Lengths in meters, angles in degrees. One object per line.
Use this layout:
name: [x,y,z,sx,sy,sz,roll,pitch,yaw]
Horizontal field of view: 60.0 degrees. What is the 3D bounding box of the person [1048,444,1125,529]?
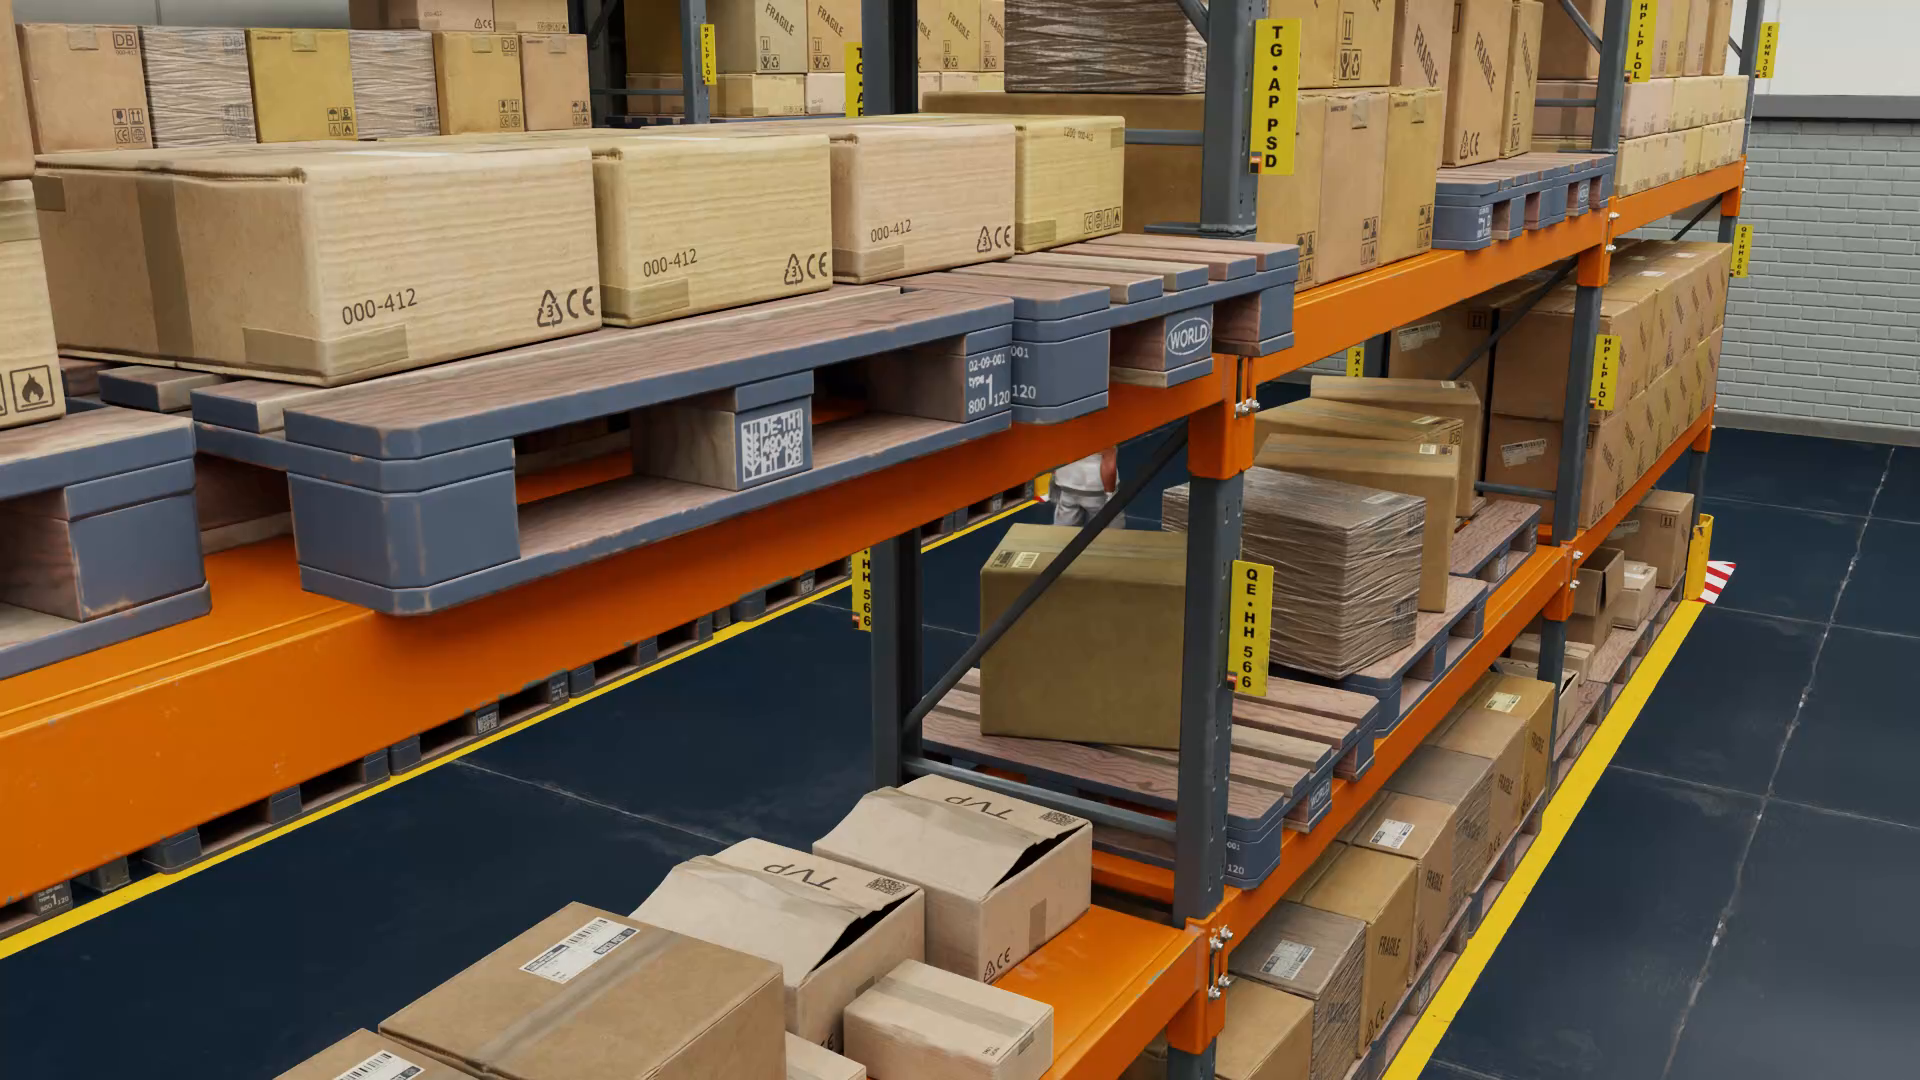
person: [0.745,-0.316,10.078,0.596,1.772,0.840,14,21,40]
